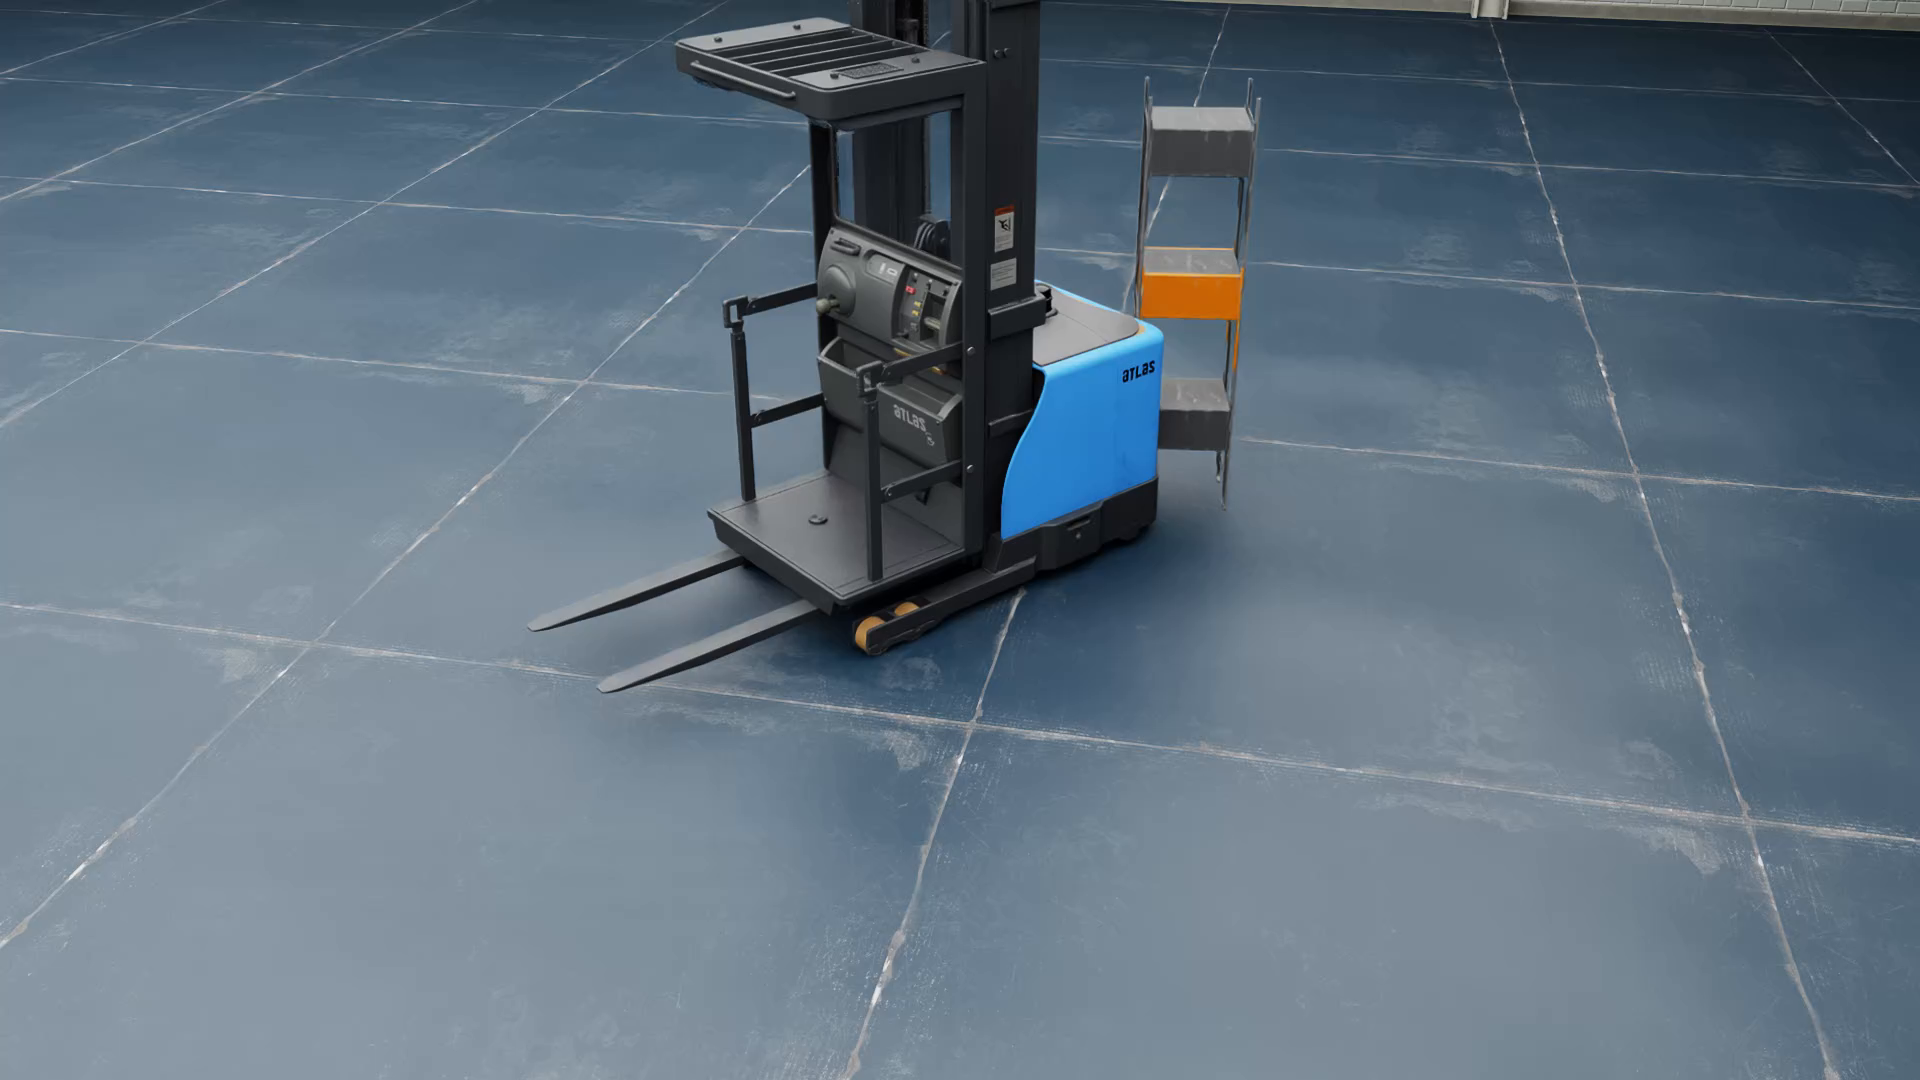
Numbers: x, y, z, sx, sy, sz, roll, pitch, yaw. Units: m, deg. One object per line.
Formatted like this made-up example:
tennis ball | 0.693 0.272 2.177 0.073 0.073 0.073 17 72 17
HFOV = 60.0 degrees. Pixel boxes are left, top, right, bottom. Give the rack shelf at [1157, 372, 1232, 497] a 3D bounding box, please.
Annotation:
rack shelf | 1.122 -0.551 8.556 0.480 0.518 0.431 1 29 3

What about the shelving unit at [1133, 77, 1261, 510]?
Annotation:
shelving unit | 1.122 -1.177 8.213 0.503 2.100 0.431 1 29 3

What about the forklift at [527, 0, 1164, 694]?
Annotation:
forklift | -0.479 -1.064 7.142 3.031 2.935 1.130 -22 35 -34

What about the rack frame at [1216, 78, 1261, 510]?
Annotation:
rack frame | 1.365 -1.170 8.201 0.015 2.100 0.400 1 29 3

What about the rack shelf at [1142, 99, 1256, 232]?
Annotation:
rack shelf | 1.122 -1.779 7.883 0.480 0.518 0.431 1 29 3

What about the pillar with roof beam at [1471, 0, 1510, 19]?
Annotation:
pillar with roof beam | 5.285 -8.057 13.596 0.400 9.000 9.100 6 29 11

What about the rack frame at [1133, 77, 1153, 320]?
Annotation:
rack frame | 0.878 -1.183 8.224 0.015 2.100 0.400 1 29 3

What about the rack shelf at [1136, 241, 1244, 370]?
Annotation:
rack shelf | 1.122 -1.165 8.219 0.480 0.518 0.431 1 29 3
